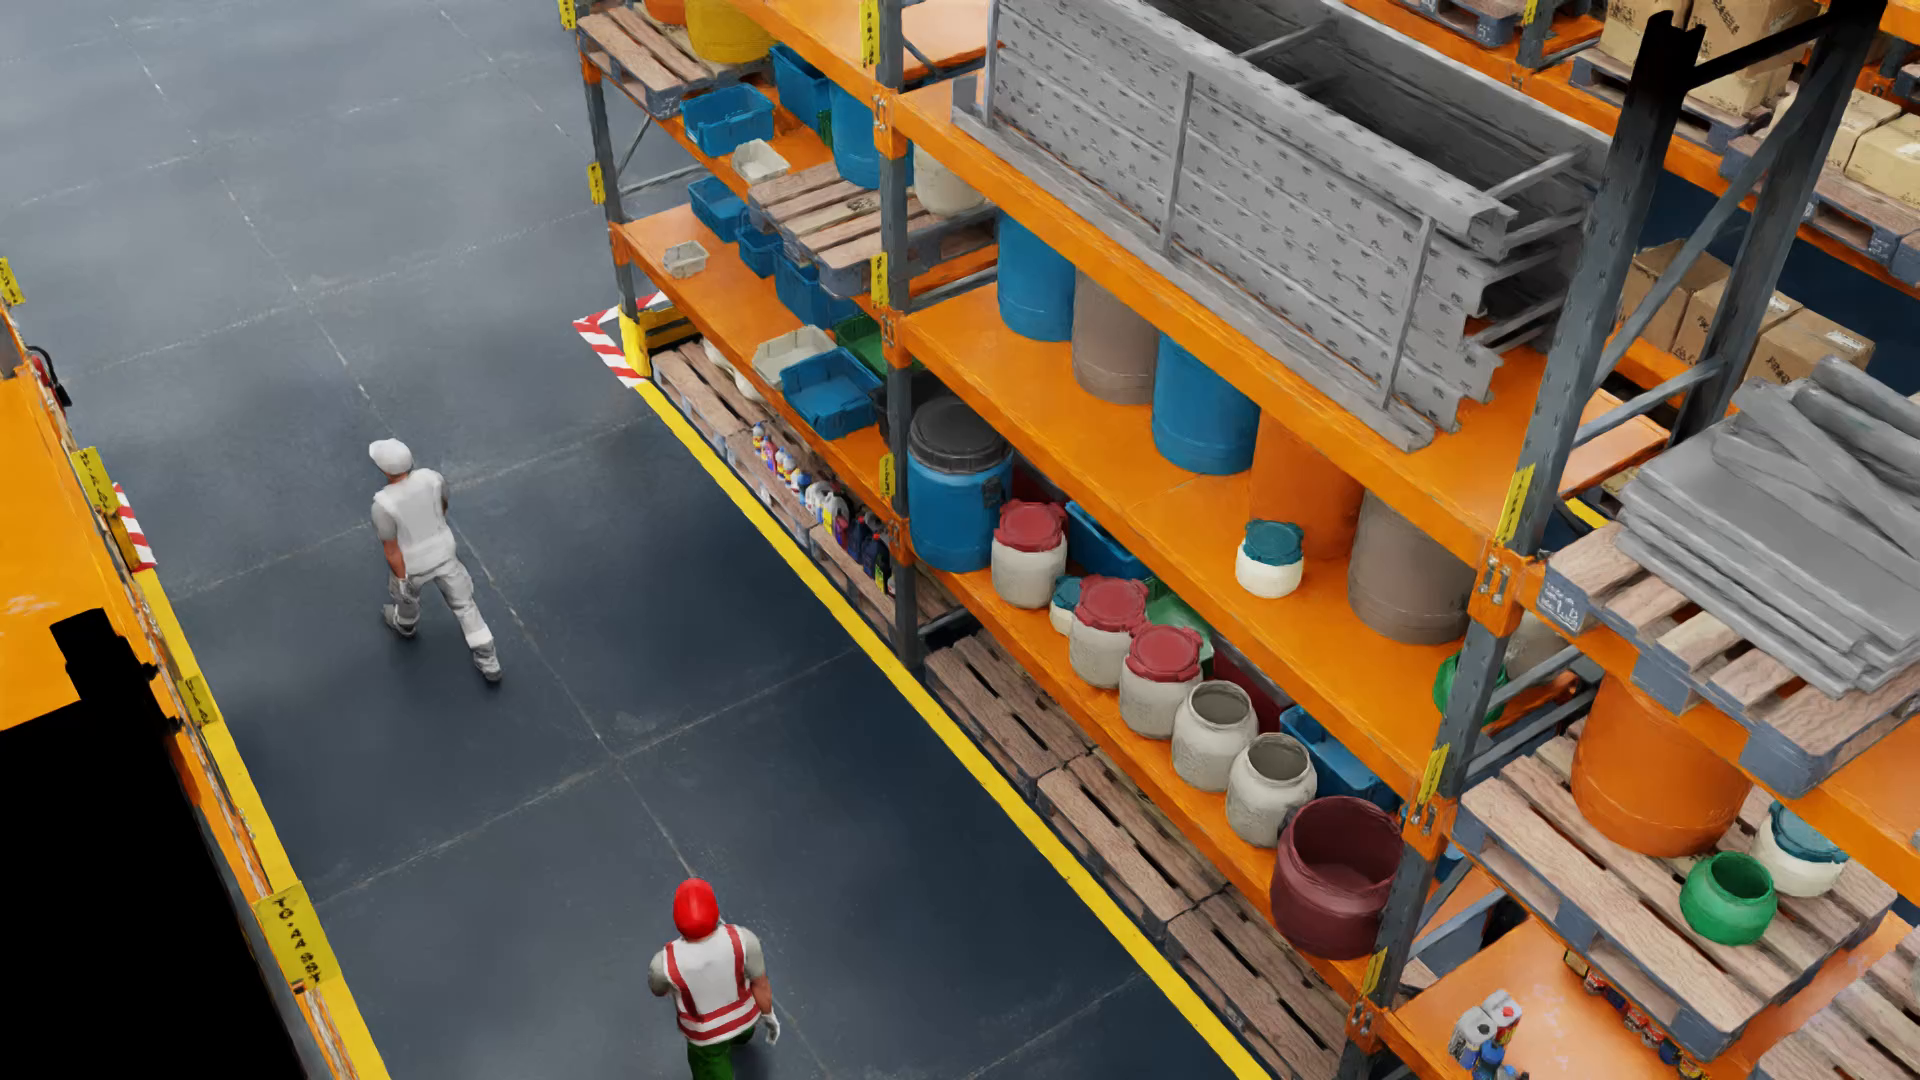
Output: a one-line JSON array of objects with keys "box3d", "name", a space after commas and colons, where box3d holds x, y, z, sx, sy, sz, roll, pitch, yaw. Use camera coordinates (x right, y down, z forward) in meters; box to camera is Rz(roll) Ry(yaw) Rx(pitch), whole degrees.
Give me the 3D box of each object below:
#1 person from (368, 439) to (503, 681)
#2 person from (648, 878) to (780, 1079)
[{"box3d": [-3.374, 0.058, 10.406, 0.528, 1.728, 1.032, -32, 51, -30], "name": "person"}, {"box3d": [-1.201, 2.237, 8.039, 0.531, 1.728, 1.037, -18, 46, -19], "name": "person"}]
